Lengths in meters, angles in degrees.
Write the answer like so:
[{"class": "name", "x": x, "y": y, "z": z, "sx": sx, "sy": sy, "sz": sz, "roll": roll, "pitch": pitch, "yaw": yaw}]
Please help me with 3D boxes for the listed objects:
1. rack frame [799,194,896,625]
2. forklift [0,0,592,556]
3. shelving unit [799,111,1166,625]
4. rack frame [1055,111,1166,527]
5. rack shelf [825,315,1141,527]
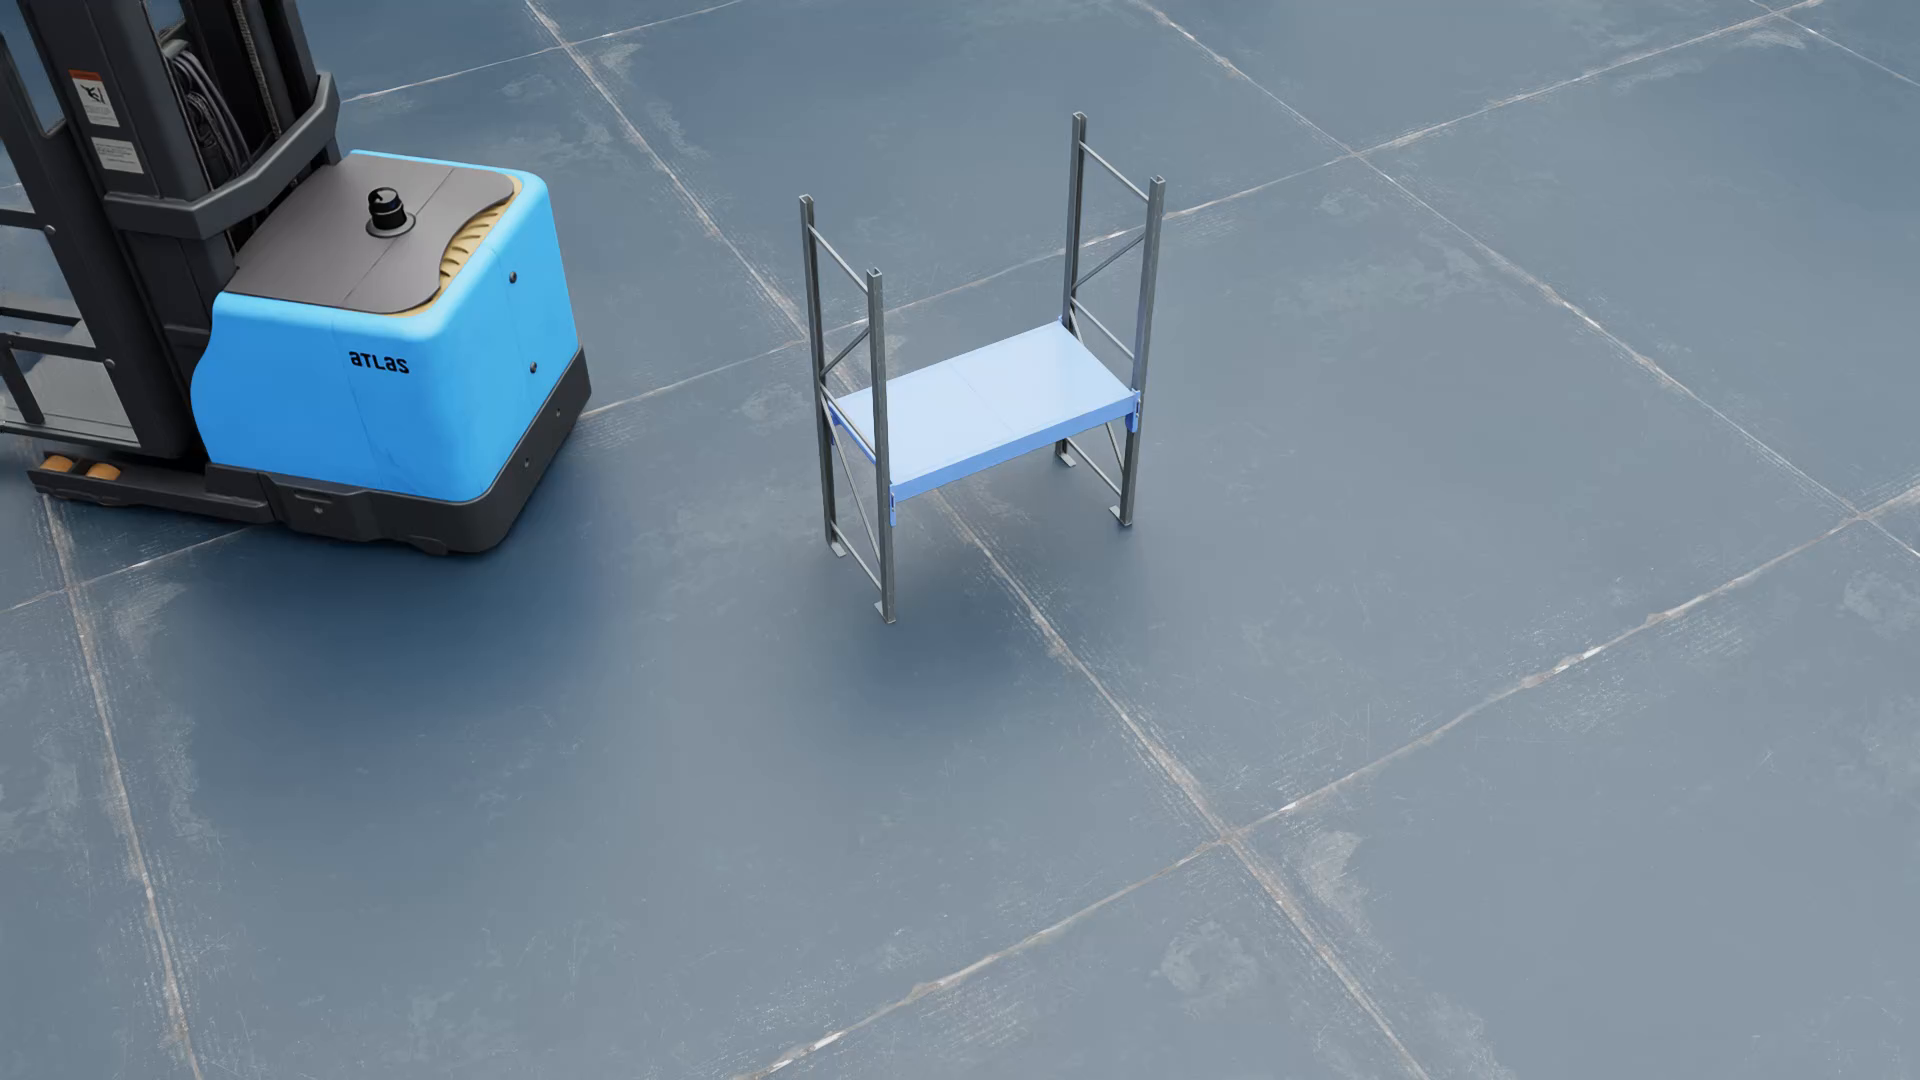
[{"class": "rack frame", "x": -0.367, "y": -0.391, "z": 5.576, "sx": 0.032, "sy": 1.500, "sz": 0.500, "roll": -22, "pitch": 48, "yaw": -21}, {"class": "forklift", "x": -3.071, "y": -1.531, "z": 5.723, "sx": 3.031, "sy": 2.935, "sz": 1.130, "roll": 9, "pitch": 45, "yaw": 9}, {"class": "shelving unit", "x": 0.074, "y": -0.568, "z": 5.758, "sx": 1.048, "sy": 1.500, "sz": 0.538, "roll": -22, "pitch": 48, "yaw": -21}, {"class": "rack frame", "x": 0.515, "y": -0.744, "z": 5.940, "sx": 0.032, "sy": 1.500, "sz": 0.500, "roll": -22, "pitch": 48, "yaw": -21}, {"class": "rack shelf", "x": 0.074, "y": -0.439, "z": 5.883, "sx": 1.000, "sy": 0.185, "sz": 0.538, "roll": -22, "pitch": 48, "yaw": -21}]
